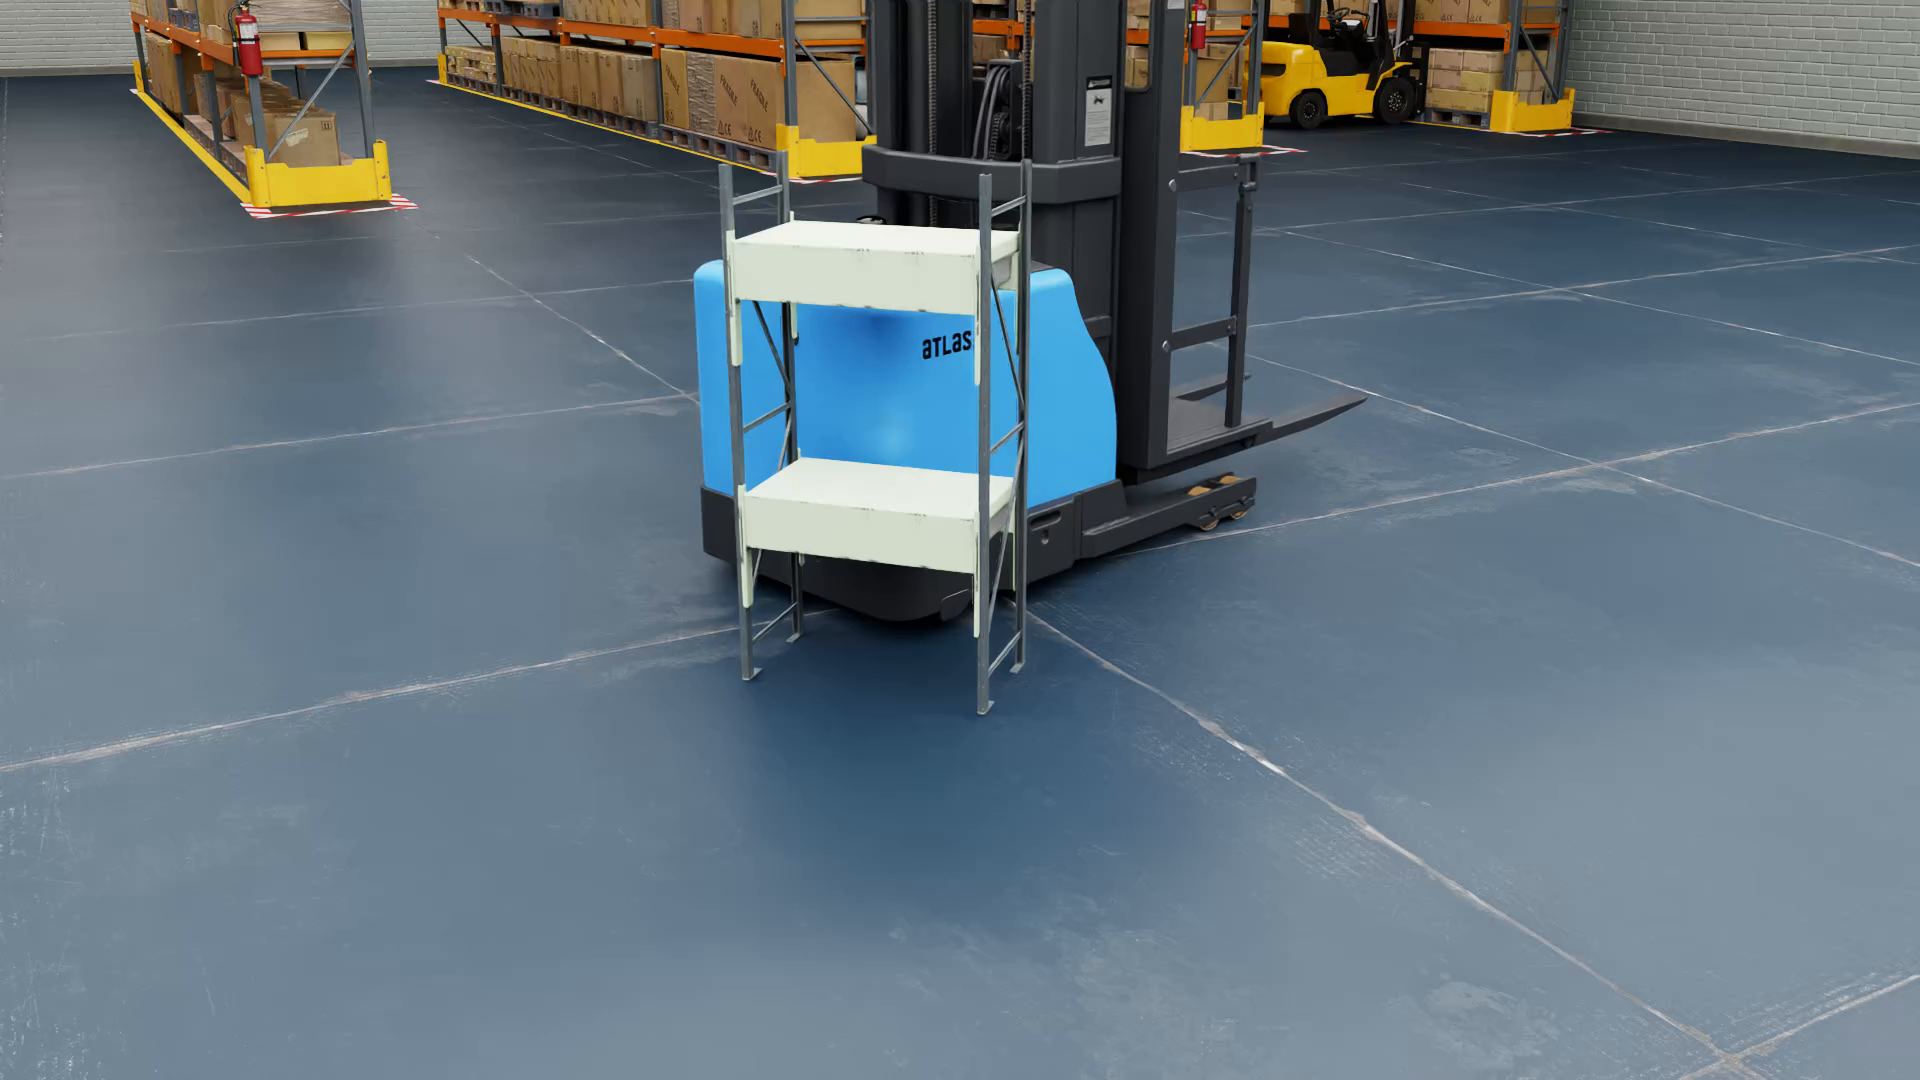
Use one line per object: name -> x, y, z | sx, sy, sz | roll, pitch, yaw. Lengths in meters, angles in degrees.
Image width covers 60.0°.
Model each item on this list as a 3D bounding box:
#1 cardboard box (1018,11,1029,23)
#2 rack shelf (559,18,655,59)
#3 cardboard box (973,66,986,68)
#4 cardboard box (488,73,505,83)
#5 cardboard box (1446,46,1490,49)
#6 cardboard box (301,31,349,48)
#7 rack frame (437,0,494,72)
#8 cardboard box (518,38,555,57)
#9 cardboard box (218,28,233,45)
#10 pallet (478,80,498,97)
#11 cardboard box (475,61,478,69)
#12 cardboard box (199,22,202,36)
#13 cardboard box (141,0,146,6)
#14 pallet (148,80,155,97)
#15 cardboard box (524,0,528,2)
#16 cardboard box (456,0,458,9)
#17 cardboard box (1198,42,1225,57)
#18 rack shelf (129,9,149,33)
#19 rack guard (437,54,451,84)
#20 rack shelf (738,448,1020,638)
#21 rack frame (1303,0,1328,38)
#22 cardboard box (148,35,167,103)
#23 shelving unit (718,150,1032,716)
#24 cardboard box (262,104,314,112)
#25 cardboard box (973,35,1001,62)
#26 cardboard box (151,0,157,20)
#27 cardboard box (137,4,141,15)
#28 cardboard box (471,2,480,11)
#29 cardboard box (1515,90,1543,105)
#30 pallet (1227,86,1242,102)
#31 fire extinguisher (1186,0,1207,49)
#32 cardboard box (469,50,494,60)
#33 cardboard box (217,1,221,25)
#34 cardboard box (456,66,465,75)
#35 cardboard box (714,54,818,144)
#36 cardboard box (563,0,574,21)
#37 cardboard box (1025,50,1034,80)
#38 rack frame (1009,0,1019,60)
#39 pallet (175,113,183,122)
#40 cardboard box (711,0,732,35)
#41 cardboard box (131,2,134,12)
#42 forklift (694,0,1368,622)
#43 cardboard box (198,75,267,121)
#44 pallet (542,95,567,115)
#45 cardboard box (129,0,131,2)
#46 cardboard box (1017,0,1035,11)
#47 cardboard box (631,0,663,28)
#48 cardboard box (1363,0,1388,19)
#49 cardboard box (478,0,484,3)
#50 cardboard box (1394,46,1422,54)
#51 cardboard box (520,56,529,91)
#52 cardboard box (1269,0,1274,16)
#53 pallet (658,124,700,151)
cardboard box -> 0.986, -6.871, 21.831 | 0.380, 0.149, 0.250 | -10, 21, -27
rack shelf -> -4.140, -6.569, 21.671 | 1.077, 0.370, 4.000 | -10, 21, -27
cardboard box -> -0.164, -6.860, 24.799 | 0.950, 0.372, 0.625 | -10, 22, -28
cardboard box -> -7.475, -7.542, 27.115 | 0.380, 0.149, 0.250 | -10, 21, -26
cardboard box -> 6.854, -6.579, 22.636 | 0.500, 0.250, 0.500 | -10, 21, -27
cardboard box -> -5.731, -4.522, 15.022 | 0.380, 0.149, 0.250 | -10, 21, -27
rack frame -> -8.888, -9.779, 29.873 | 1.000, 3.000, 0.127 | -10, 21, -27
cardboard box -> -6.377, -7.450, 25.161 | 0.500, 0.250, 0.500 | -9, 21, -25
cardboard box -> -6.825, -4.792, 15.806 | 0.380, 0.149, 0.250 | -10, 21, -27
pallet -> -7.339, -7.500, 27.543 | 1.003, 0.211, 1.213 | -10, 21, -27
cardboard box -> -7.981, -8.051, 28.135 | 0.380, 0.149, 0.250 | -11, 22, -29
cardboard box -> -7.766, -5.368, 17.475 | 0.380, 0.149, 0.250 | -10, 21, -27
cardboard box -> -11.842, -8.048, 24.629 | 0.500, 0.250, 0.500 | -10, 22, -28
pallet -> -12.853, -7.504, 27.556 | 1.003, 0.211, 1.213 | -10, 21, -27
cardboard box -> -6.082, -7.850, 24.025 | 0.380, 0.149, 0.250 | -10, 22, -27
cardboard box -> -8.541, -9.311, 28.902 | 0.380, 0.149, 0.250 | -9, 21, -24
cardboard box -> 4.187, -7.757, 27.009 | 0.875, 0.625, 0.625 | -9, 21, -25
rack shelf -> -12.352, -8.126, 26.184 | 1.077, 0.370, 4.000 | -10, 21, -27
rack guard -> -8.852, -8.576, 30.218 | 1.175, 0.500, 0.348 | -10, 21, -27
rack shelf -> -0.223, -0.005, 4.845 | 0.720, 0.370, 0.431 | 6, 20, 18
rack frame -> 5.485, -7.900, 24.427 | 1.000, 3.000, 0.127 | -10, 21, -27
cardboard box -> -10.655, -6.649, 23.415 | 1.225, 0.875, 0.875 | -11, 22, -29
shelving unit -> -0.223, -0.313, 4.738 | 0.755, 1.500, 0.431 | 6, 20, 18
cardboard box -> -6.580, -3.995, 16.298 | 0.500, 0.500, 0.500 | -8, 21, -22
cardboard box -> 0.529, -9.753, 32.985 | 0.500, 0.500, 0.500 | -10, 21, -26
cardboard box -> -10.927, -7.480, 23.058 | 0.500, 0.500, 0.500 | -11, 22, -28
cardboard box -> -12.445, -8.179, 25.620 | 0.380, 0.149, 0.250 | -10, 22, -28
cardboard box -> -7.879, -8.852, 27.572 | 0.380, 0.149, 0.250 | -11, 22, -29
cardboard box -> 7.323, -5.822, 21.976 | 0.500, 0.250, 0.500 | -10, 21, -26
pallet -> 4.518, -7.138, 26.494 | 1.003, 0.211, 1.213 | -10, 21, -27
fire extinguisher -> 2.667, -5.841, 18.579 | 0.296, 0.674, 0.183 | -10, 21, -27
cardboard box -> -8.071, -8.188, 28.076 | 0.380, 0.149, 0.250 | -11, 22, -29
cardboard box -> -6.483, -5.072, 15.623 | 0.875, 0.500, 0.500 | -10, 21, -27
cardboard box -> -8.576, -8.207, 29.044 | 0.380, 0.149, 0.250 | -10, 21, -26
cardboard box -> -2.090, -4.817, 18.106 | 0.875, 0.875, 0.875 | -10, 22, -28
cardboard box -> -5.114, -7.359, 22.707 | 0.500, 0.500, 0.500 | -10, 21, -26
cardboard box -> 1.161, -6.172, 21.842 | 0.500, 0.500, 0.500 | -9, 21, -24
rack frame -> 1.118, -7.130, 22.196 | 1.000, 3.000, 0.127 | -10, 21, -27
pallet -> -10.386, -6.013, 23.234 | 1.003, 0.211, 1.213 | -10, 21, -27
cardboard box -> -2.230, -5.837, 18.219 | 0.875, 0.550, 0.500 | -10, 21, -27
cardboard box -> -13.178, -8.621, 26.903 | 0.380, 0.149, 0.250 | -11, 22, -28
forklift -> 0.490, -1.523, 6.052 | 1.130, 2.935, 3.031 | 18, 26, 41
cardboard box -> -8.892, -5.423, 20.407 | 0.700, 0.500, 0.500 | -12, 22, -31
pallet -> -5.459, -6.389, 24.323 | 1.003, 0.211, 1.213 | -10, 21, -27
cardboard box -> -13.311, -8.930, 27.186 | 0.500, 0.250, 0.500 | -11, 22, -28
cardboard box -> 1.082, -7.149, 21.640 | 0.500, 0.500, 0.500 | -10, 21, -27
cardboard box -> -3.673, -6.490, 20.188 | 0.500, 0.500, 0.500 | -10, 21, -27
cardboard box -> 5.969, -7.487, 23.078 | 0.500, 0.500, 0.500 | -10, 22, -27
cardboard box -> -7.467, -8.914, 26.756 | 0.500, 0.500, 0.500 | -10, 21, -27
cardboard box -> 6.161, -6.643, 22.822 | 0.500, 0.250, 0.500 | -10, 22, -28
cardboard box -> -6.358, -7.095, 25.282 | 0.500, 0.500, 0.500 | -10, 21, -26
cardboard box -> 4.772, -8.077, 25.170 | 0.500, 0.250, 0.500 | -10, 21, -27
pallet -> -2.898, -4.786, 19.677 | 1.003, 0.211, 1.213 | -10, 21, -27
